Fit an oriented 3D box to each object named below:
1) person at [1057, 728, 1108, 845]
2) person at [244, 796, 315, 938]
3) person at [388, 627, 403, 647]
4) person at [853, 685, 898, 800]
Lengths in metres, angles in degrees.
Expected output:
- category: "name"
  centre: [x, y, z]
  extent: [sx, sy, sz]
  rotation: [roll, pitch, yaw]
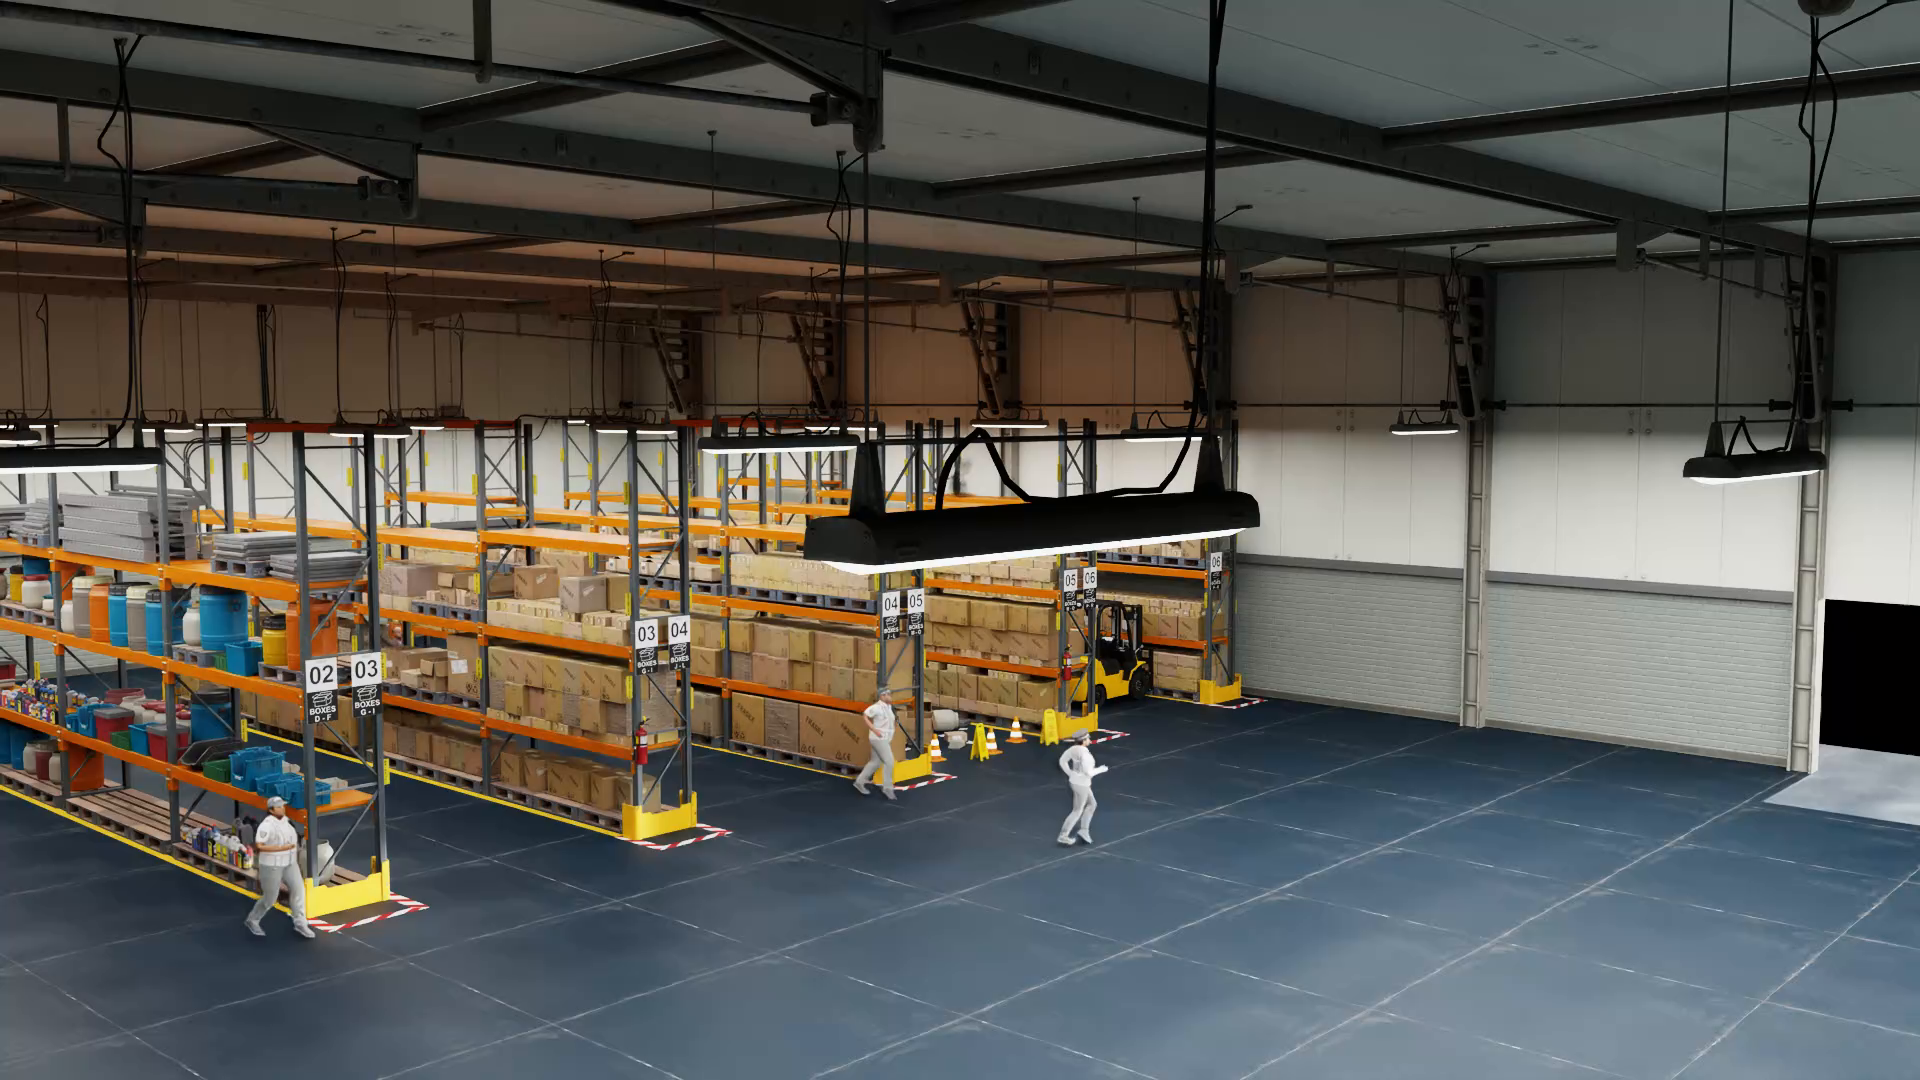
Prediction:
- category: "person"
  centre: [1.742, 3.549, 23.841]
  extent: [0.753, 1.721, 0.561]
  rotation: [-1, 5, -14]
- category: "person"
  centre: [-8.076, 3.877, 19.704]
  extent: [0.826, 1.694, 0.612]
  rotation: [2, 5, 18]
- category: "person"
  centre: [-11.484, 2.650, 34.087]
  extent: [1.034, 1.754, 0.714]
  rotation: [4, 6, 38]
- category: "person"
  centre: [-1.334, 3.271, 26.979]
  extent: [0.786, 1.833, 0.675]
  rotation: [1, 5, 9]
